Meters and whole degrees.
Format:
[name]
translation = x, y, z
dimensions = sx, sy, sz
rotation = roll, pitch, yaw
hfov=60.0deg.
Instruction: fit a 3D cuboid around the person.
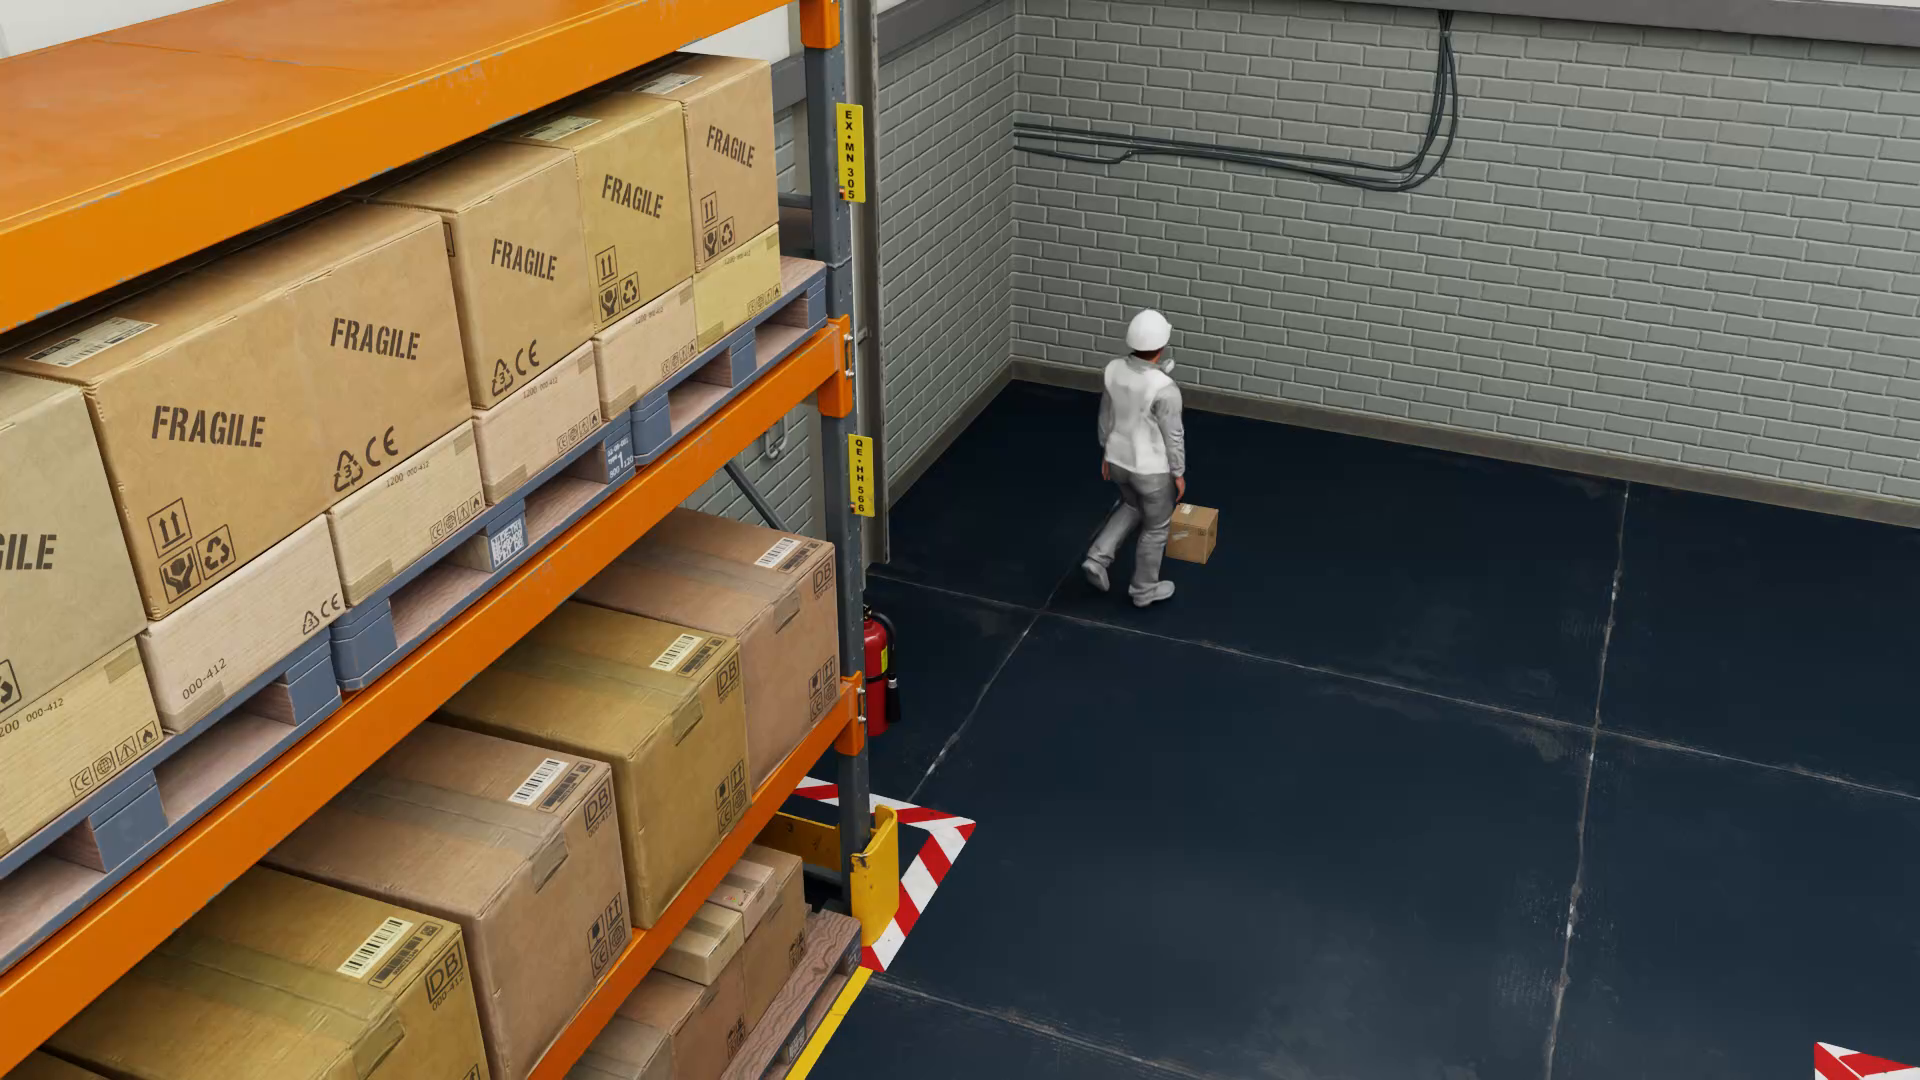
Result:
[person]
translation = 0.984, -0.429, 9.103
dimensions = 0.526, 1.764, 0.552
rotation = -21, 35, -32
